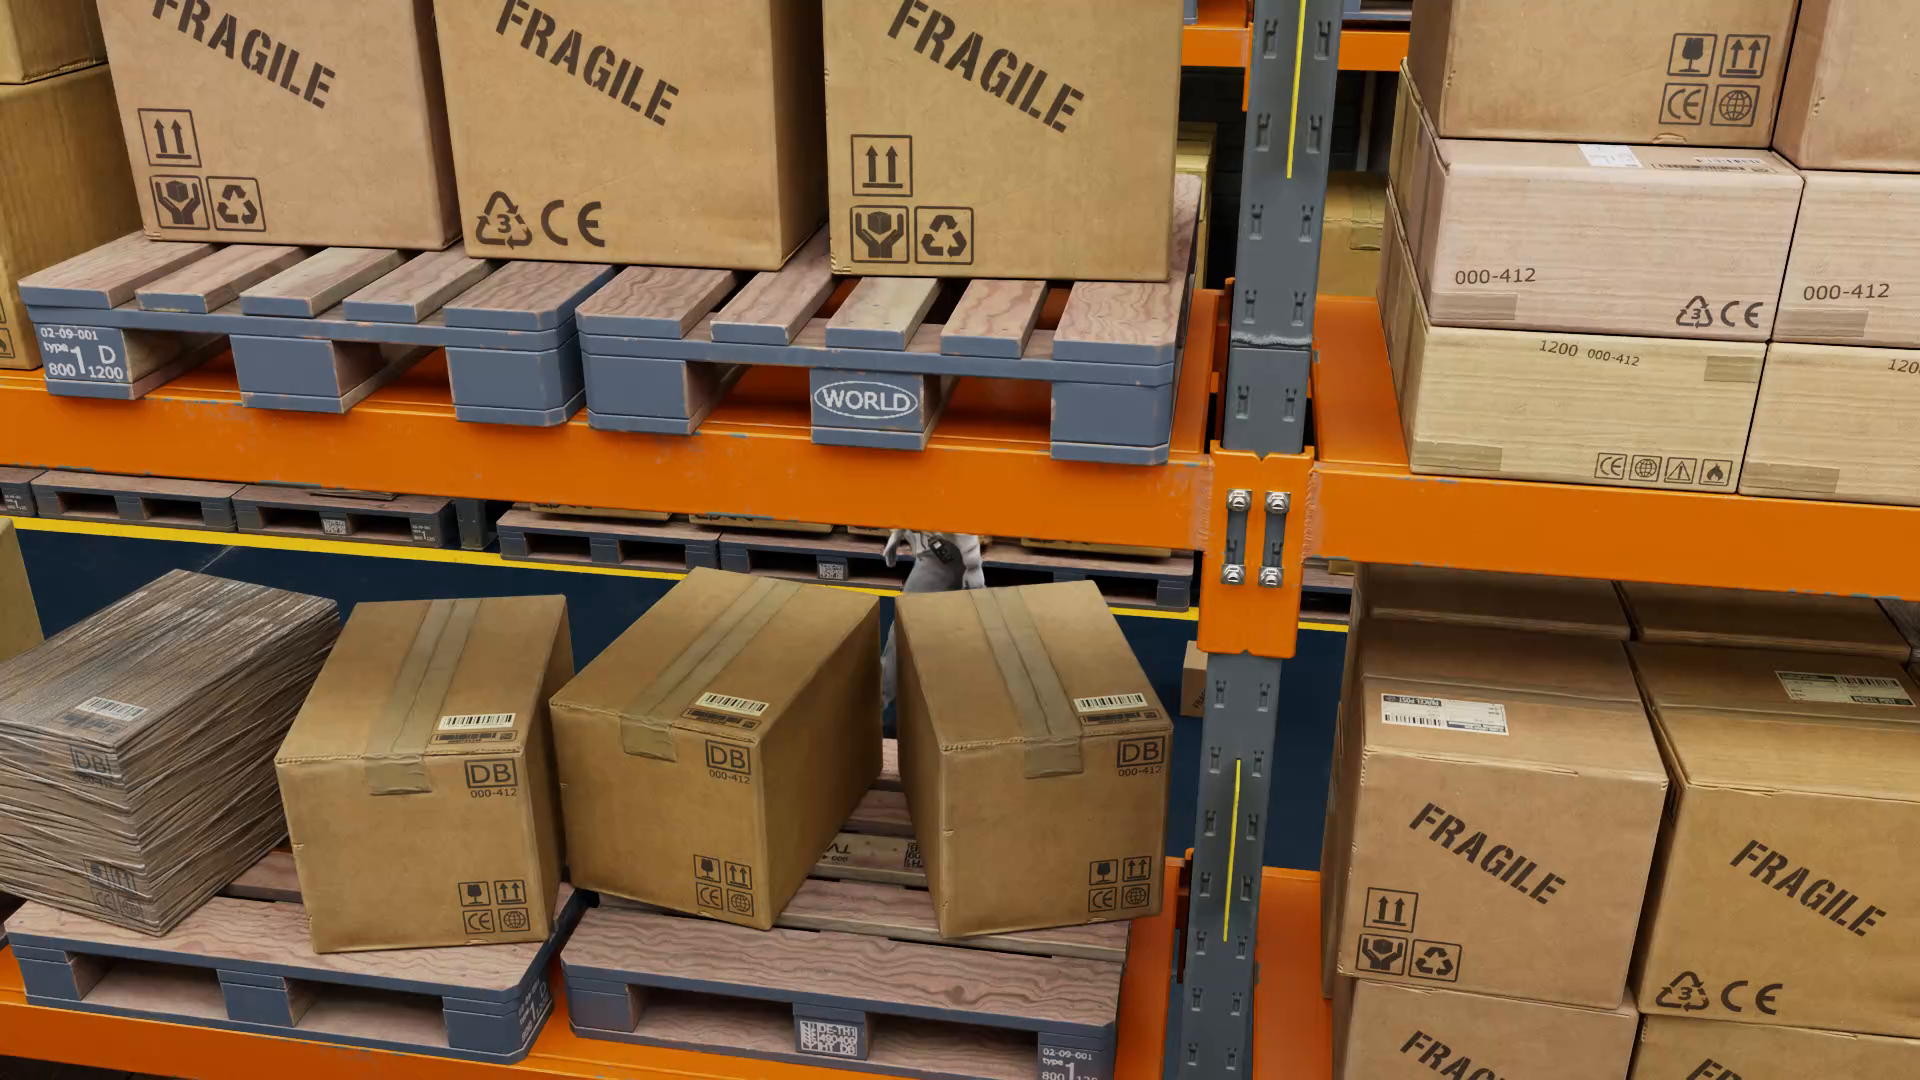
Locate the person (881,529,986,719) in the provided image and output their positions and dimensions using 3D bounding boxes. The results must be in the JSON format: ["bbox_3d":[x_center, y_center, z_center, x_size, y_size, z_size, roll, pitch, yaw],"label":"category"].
[{"bbox_3d":[-0.157,0.016,7.032,0.968,1.616,0.514,-5,26,-10],"label":"person"}]
